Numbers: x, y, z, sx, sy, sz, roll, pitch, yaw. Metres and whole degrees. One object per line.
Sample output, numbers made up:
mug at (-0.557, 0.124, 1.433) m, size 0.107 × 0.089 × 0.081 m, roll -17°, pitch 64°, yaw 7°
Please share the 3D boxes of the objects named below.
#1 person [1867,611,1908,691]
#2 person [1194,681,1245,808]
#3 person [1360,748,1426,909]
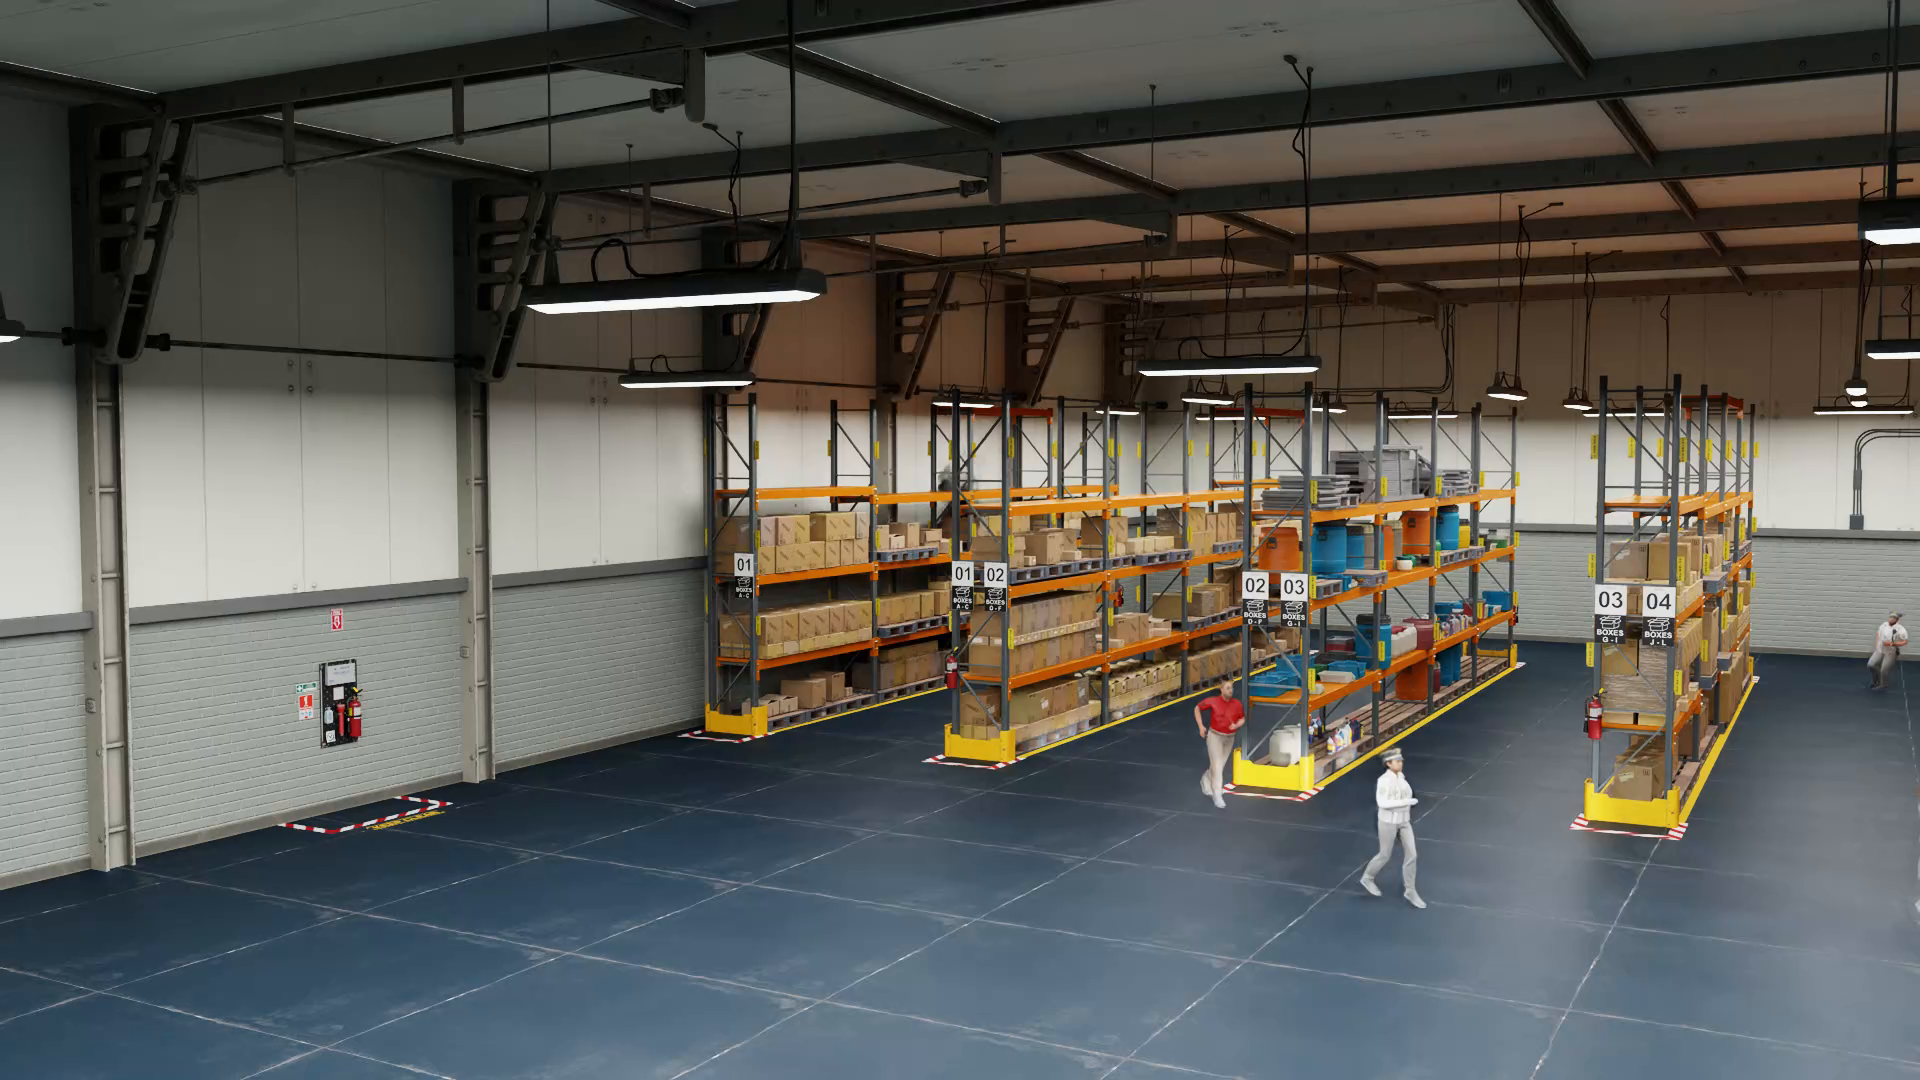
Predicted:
person at (19.173, 2.294, 34.389) m, size 0.589 × 1.697 × 0.758 m, roll -2°, pitch 4°, yaw -32°
person at (3.735, 2.882, 23.740) m, size 0.681 × 1.758 × 0.924 m, roll -1°, pitch 3°, yaw -20°
person at (4.786, 3.148, 18.361) m, size 0.600 × 1.725 × 0.785 m, roll -2°, pitch 4°, yaw -38°
